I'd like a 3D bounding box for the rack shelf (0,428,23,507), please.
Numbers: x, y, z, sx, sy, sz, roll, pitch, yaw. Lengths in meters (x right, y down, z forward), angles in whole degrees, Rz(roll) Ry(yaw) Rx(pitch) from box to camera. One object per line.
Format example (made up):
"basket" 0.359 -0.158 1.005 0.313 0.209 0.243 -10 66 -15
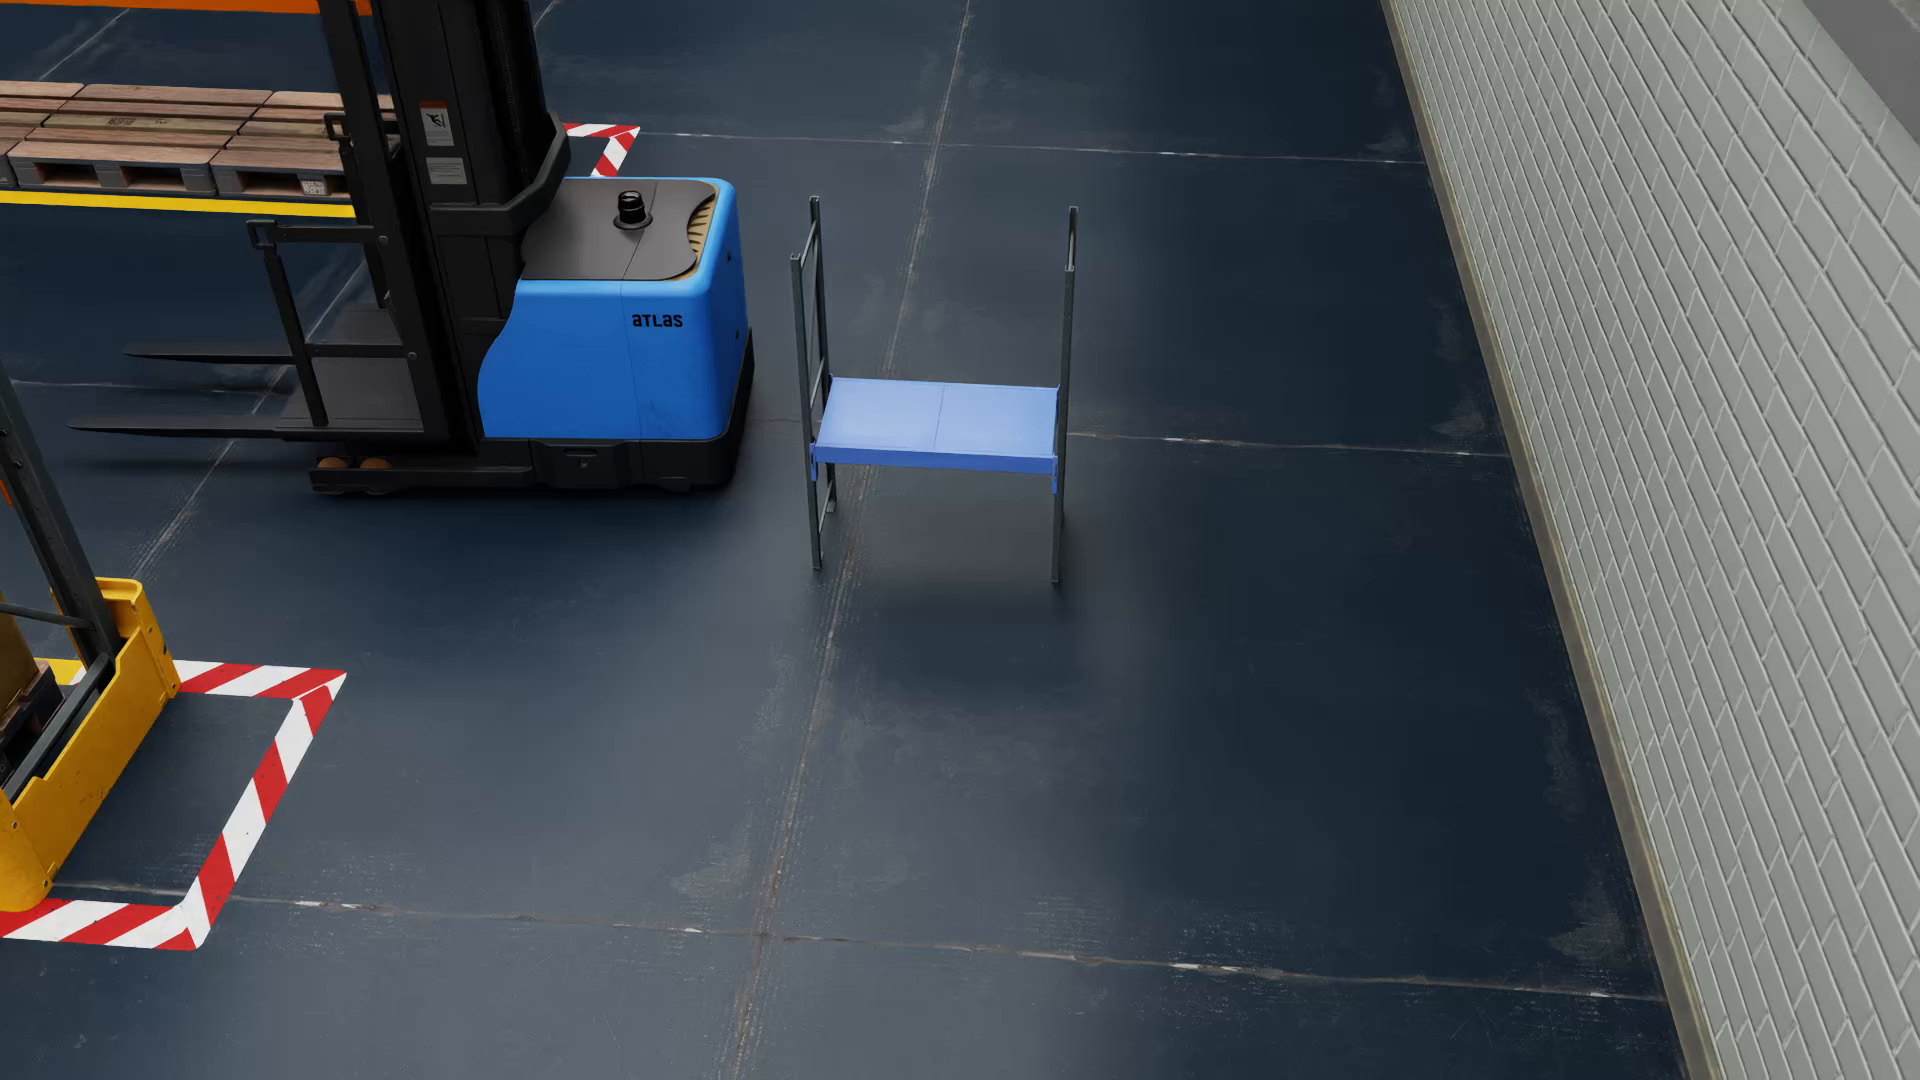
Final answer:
"rack shelf" -5.299 -0.095 5.561 4.000 0.370 1.077 3 39 4

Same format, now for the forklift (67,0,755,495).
"forklift" -2.531 -1.674 6.984 3.031 2.935 1.130 1 39 1

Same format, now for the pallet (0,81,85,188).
"pallet" -6.128 -2.501 10.155 1.213 0.211 1.003 3 39 4

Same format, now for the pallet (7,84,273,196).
"pallet" -4.909 -2.436 10.076 1.213 0.211 1.003 3 39 4

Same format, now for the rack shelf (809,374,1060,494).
"rack shelf" -0.085 -0.447 6.896 1.000 0.185 0.538 3 39 4

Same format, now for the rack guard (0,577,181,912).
"rack guard" -3.282 0.705 5.987 0.348 0.500 1.175 3 39 4

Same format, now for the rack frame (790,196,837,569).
"rack frame" -0.591 -0.614 6.816 0.032 1.500 0.500 3 39 4

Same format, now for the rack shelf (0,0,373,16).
"rack shelf" -4.871 -3.210 9.388 4.000 0.370 1.077 3 39 4

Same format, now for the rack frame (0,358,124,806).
"rack frame" -3.306 -0.265 5.200 0.127 3.000 1.000 3 39 4

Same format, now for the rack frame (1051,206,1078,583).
"rack frame" 0.421 -0.559 6.748 0.032 1.500 0.500 3 39 4

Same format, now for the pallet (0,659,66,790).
"pallet" -4.110 0.822 6.073 1.213 0.211 1.003 3 39 4

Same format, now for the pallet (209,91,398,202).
"pallet" -3.697 -2.368 9.992 1.213 0.211 1.003 3 39 4

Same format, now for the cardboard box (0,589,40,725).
"cardboard box" -3.951 0.411 5.719 0.875 0.875 0.875 3 39 4

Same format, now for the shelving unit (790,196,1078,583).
"shelving unit" -0.085 -0.586 6.782 1.048 1.500 0.538 3 39 4
